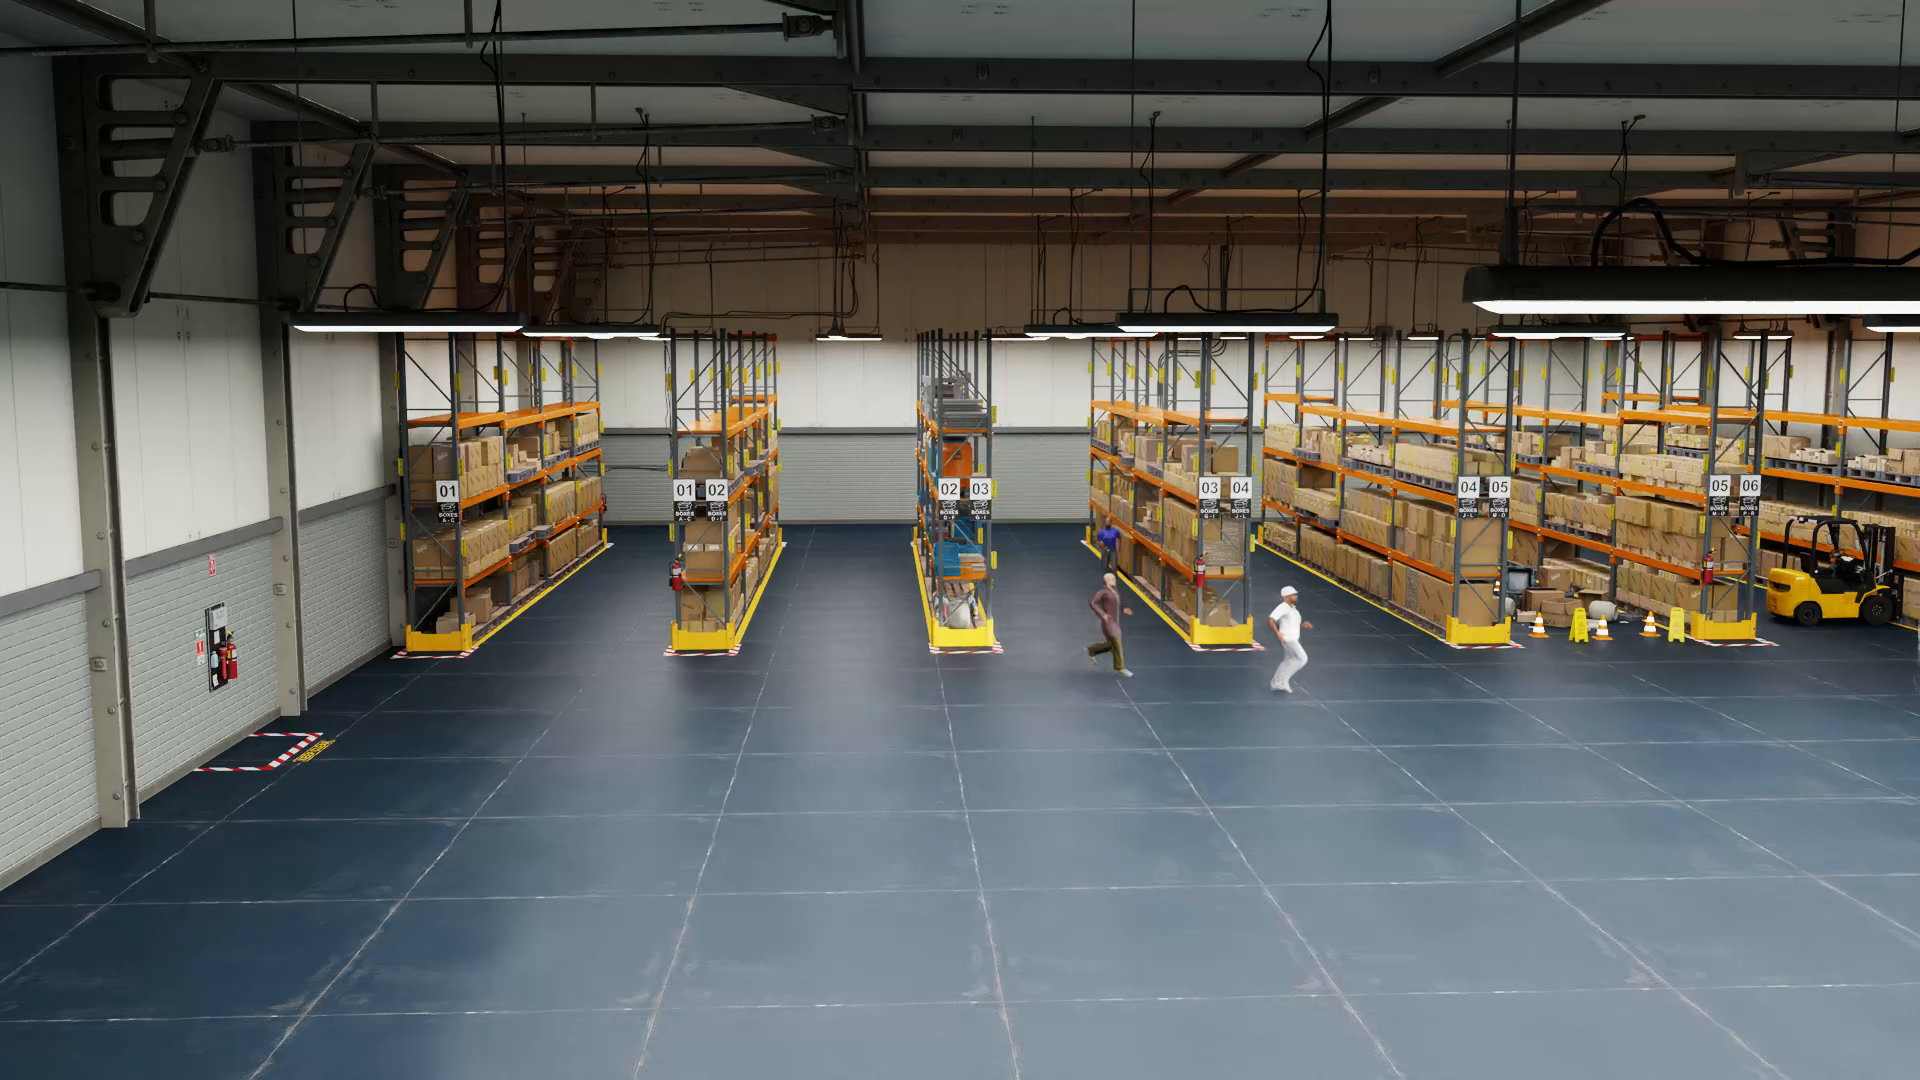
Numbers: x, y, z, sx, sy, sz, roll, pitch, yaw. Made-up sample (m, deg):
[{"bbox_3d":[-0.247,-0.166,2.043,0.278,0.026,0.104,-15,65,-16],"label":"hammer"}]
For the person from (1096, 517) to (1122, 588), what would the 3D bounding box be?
[{"bbox_3d":[3.270,0.397,36.480,0.567,1.633,0.650,0,7,0],"label":"person"}]

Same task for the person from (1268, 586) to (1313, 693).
[{"bbox_3d":[5.440,1.632,27.316,0.673,1.742,0.676,3,7,22],"label":"person"}]

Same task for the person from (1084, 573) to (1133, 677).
[{"bbox_3d":[2.570,1.458,28.885,0.970,1.779,0.710,4,8,29],"label":"person"}]
